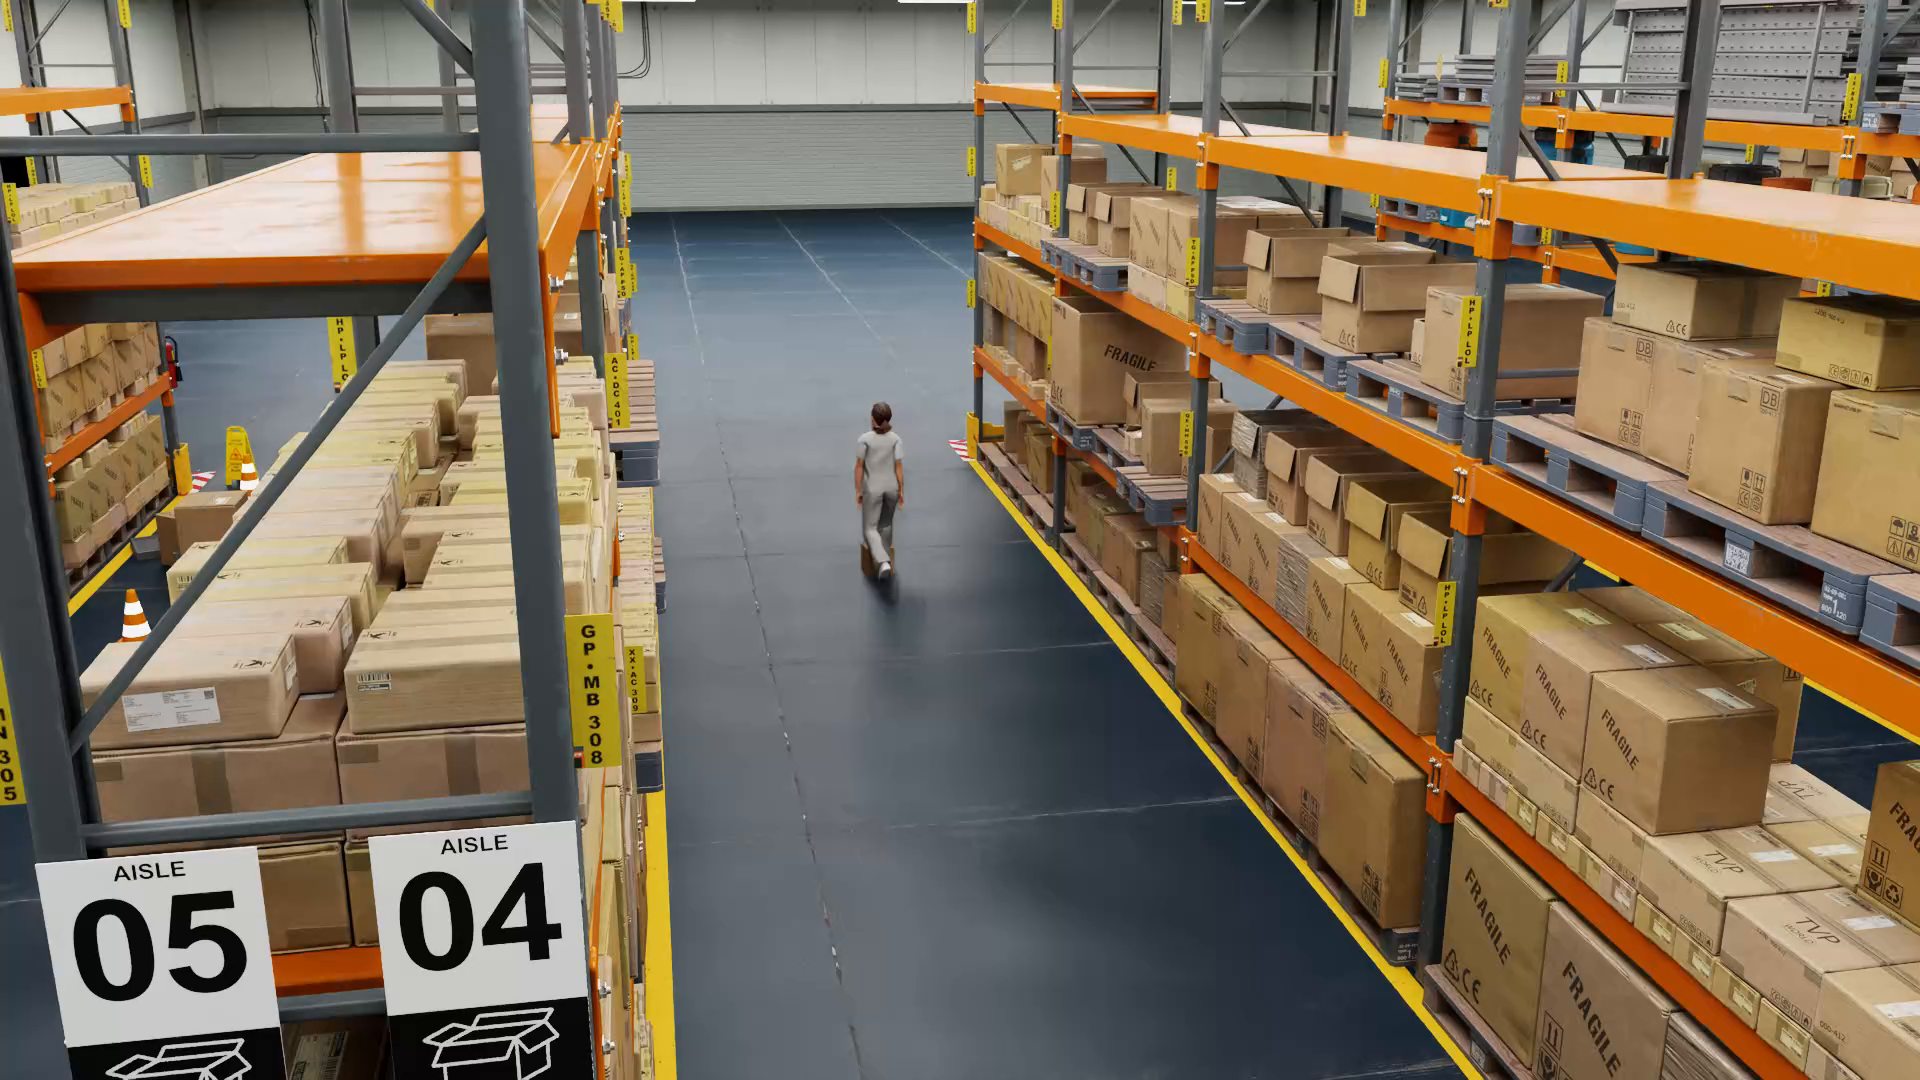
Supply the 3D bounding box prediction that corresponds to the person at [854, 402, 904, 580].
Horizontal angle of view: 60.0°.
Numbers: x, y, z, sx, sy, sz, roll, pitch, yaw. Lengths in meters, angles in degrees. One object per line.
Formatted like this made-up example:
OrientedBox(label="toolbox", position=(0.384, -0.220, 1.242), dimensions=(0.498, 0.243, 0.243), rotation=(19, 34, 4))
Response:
OrientedBox(label="person", position=(-0.716, -0.418, 14.982), dimensions=(0.449, 1.633, 0.919), rotation=(-5, 17, -15))
